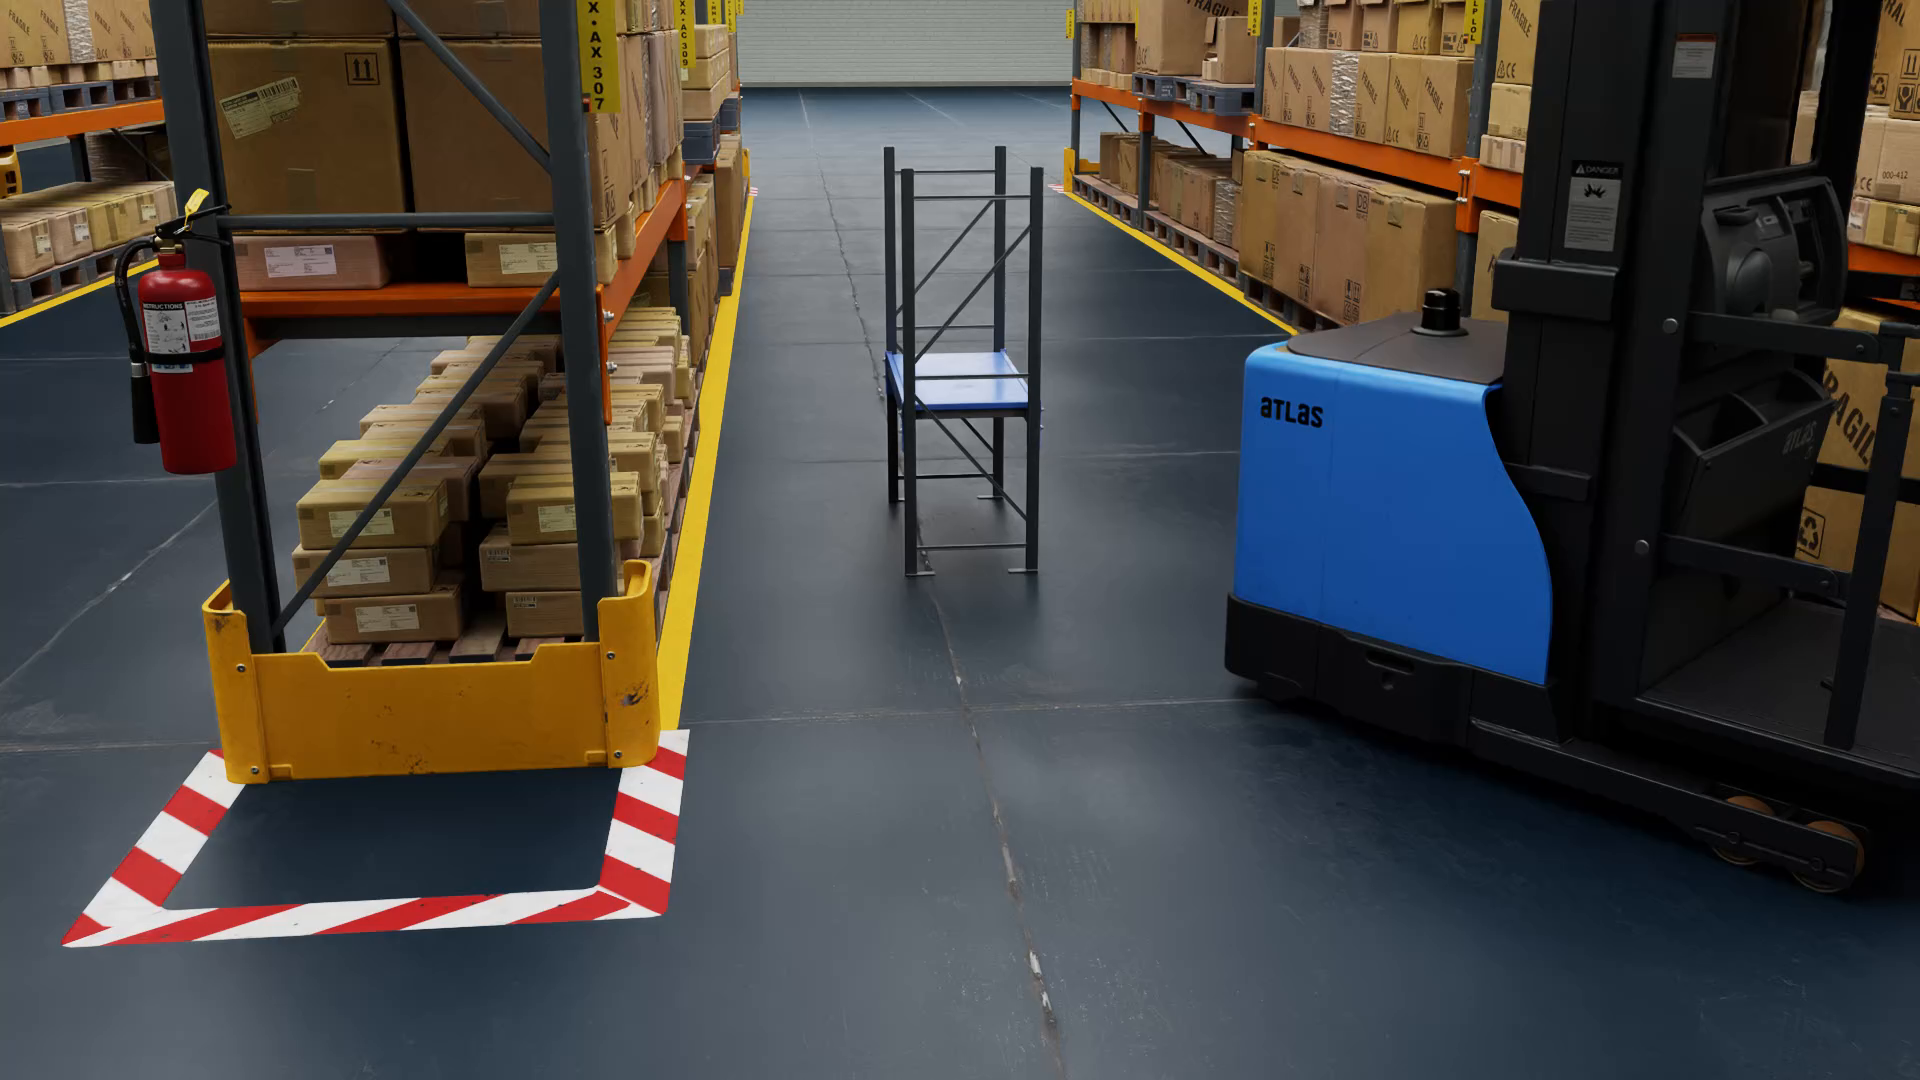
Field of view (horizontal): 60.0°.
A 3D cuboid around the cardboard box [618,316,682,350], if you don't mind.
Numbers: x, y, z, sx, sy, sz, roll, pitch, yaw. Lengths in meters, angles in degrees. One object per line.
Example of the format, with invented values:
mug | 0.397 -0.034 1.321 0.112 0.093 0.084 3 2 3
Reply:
cardboard box | -1.500 -0.950 7.762 0.380 0.149 0.250 -2 17 -5

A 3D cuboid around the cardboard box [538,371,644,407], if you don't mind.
cardboard box | -1.442 -0.562 6.523 0.380 0.149 0.250 -2 18 -6

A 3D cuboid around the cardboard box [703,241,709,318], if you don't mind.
cardboard box | -1.798 -1.549 10.074 0.500 0.500 0.500 -1 17 -5

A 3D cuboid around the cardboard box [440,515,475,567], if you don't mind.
cardboard box | -1.761 -0.018 5.287 0.380 0.149 0.250 -2 18 -7

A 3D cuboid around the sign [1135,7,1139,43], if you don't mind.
sign | 1.718 -4.900 15.831 0.100 0.325 0.005 -2 18 -6

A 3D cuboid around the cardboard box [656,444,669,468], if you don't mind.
cardboard box | -1.358 -0.274 6.601 0.380 0.149 0.250 -2 18 -6

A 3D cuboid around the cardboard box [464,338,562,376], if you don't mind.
cardboard box | -1.938 -0.780 7.218 0.380 0.149 0.250 -2 18 -7

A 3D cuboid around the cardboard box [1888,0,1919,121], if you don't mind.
cardboard box | 3.183 -1.496 4.936 0.500 0.500 0.500 -2 17 -5

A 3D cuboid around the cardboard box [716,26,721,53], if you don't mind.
cardboard box | -1.579 -2.880 9.569 0.380 0.149 0.250 -1 17 -4

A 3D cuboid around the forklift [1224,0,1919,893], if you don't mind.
forklift | 2.228 -0.729 4.106 3.031 2.935 1.130 16 24 42

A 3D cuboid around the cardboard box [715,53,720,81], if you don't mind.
cardboard box | -1.558 -2.665 9.380 0.380 0.149 0.250 -1 17 -3

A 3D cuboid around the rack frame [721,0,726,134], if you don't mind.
rack frame | -2.687 -4.383 15.629 1.000 3.000 0.127 -2 18 -6

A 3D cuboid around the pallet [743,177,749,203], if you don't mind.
pallet | -2.939 -4.008 19.092 1.003 0.211 1.213 -2 18 -6

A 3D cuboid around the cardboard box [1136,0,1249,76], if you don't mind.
cardboard box | 2.200 -4.751 15.101 1.000 1.000 1.000 -2 18 -5

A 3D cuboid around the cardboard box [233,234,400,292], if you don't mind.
cardboard box | -1.764 -0.776 4.561 0.380 0.149 0.250 -2 18 -6

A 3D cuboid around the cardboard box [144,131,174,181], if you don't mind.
cardboard box | -7.392 -3.630 15.870 0.500 0.500 0.500 -1 17 -3

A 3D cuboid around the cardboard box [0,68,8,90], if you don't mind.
cardboard box | -7.032 -3.276 11.823 0.380 0.149 0.250 -3 18 -9

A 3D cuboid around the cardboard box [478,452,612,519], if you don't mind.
cardboard box | -1.313 -0.177 5.297 0.380 0.149 0.250 -1 17 -5

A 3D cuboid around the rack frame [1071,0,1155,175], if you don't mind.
rack frame | 1.844 -5.698 19.818 1.000 3.000 0.127 -2 18 -6

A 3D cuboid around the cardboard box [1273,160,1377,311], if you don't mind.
cardboard box | 2.804 -2.029 10.977 1.225 0.875 0.875 -2 18 -5

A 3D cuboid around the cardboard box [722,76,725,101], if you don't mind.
cardboard box | -1.639 -2.756 10.167 0.380 0.149 0.250 -1 17 -4

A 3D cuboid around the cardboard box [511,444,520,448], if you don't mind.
cardboard box | -1.970 -0.336 6.797 0.380 0.149 0.250 -2 18 -7

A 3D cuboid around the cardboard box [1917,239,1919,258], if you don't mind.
cardboard box | 3.130 -0.907 4.977 0.380 0.149 0.250 -1 17 -5

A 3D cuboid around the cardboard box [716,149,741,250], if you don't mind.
cardboard box | -2.341 -2.763 13.524 1.050 0.750 0.750 -2 17 -5

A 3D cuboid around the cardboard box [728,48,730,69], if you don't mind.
cardboard box | -1.771 -3.280 11.340 0.380 0.149 0.250 -1 17 -5

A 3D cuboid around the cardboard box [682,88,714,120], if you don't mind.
cardboard box | -1.445 -2.211 8.431 0.380 0.149 0.250 -3 18 -8

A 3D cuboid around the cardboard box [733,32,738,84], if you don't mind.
cardboard box | -2.938 -5.374 18.535 0.875 0.550 0.550 -2 18 -6

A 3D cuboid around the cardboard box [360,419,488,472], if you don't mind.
cardboard box | -1.841 -0.310 5.723 0.380 0.149 0.250 -2 18 -8

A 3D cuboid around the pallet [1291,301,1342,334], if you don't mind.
pallet | 2.799 -1.384 10.733 1.003 0.211 1.213 -2 18 -6

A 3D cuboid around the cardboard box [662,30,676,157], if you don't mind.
cardboard box | -1.479 -1.899 7.054 0.500 0.500 0.500 -2 18 -7

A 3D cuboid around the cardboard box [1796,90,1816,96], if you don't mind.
cardboard box | 3.497 -1.763 7.039 0.500 0.250 0.500 -1 17 -5

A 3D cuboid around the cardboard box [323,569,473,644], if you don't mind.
cardboard box | -1.711 0.202 5.085 0.380 0.149 0.250 -1 17 -5

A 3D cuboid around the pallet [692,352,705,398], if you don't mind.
pallet | -1.944 -0.901 9.194 1.003 0.211 1.213 -2 18 -6

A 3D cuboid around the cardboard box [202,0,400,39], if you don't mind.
cardboard box | -1.744 -1.603 4.442 0.500 0.500 0.500 -2 18 -7

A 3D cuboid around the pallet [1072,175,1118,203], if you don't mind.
pallet | 1.901 -4.101 19.389 1.003 0.211 1.213 -2 18 -6

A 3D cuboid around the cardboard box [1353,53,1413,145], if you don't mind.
cardboard box | 2.657 -2.604 9.797 0.500 0.500 0.500 -2 18 -6

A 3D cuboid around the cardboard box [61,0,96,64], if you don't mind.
cardboard box | -7.170 -4.001 13.050 0.500 0.500 0.500 -2 18 -8

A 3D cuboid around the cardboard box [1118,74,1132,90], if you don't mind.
cardboard box | 1.823 -4.663 16.942 0.380 0.149 0.250 -2 18 -6

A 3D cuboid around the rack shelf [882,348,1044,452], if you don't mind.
rack shelf | -0.009 -0.569 6.587 0.538 0.185 1.000 -2 18 -6

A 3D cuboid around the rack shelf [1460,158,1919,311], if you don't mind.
rack shelf | 3.288 -1.183 6.639 1.077 0.370 4.000 -2 18 -6

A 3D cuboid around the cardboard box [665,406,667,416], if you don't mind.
cardboard box | -1.454 -0.585 7.094 0.380 0.149 0.250 -1 17 -4

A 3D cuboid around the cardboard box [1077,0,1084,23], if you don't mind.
cardboard box | 1.630 -6.192 19.060 0.500 0.500 0.500 -2 18 -6

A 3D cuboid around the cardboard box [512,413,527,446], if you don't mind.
cardboard box | -1.973 -0.479 6.757 0.380 0.149 0.250 -2 18 -6

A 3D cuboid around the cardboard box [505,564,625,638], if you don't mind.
cardboard box | -1.185 0.186 5.134 0.380 0.149 0.250 -1 17 -5

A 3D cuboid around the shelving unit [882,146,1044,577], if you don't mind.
shelving unit | -0.009 -0.741 6.533 0.538 1.500 1.048 -2 18 -6

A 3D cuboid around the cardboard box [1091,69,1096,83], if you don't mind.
cardboard box | 1.701 -5.262 18.848 0.380 0.149 0.250 -2 18 -6

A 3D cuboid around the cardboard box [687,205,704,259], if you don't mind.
cardboard box | -1.733 -1.752 9.469 0.500 0.250 0.500 -1 17 -4

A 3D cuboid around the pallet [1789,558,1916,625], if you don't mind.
pallet | 3.334 0.164 5.802 1.003 0.211 1.213 -2 18 -6

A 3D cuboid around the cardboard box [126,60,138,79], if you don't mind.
cardboard box | -7.201 -3.981 14.067 0.380 0.149 0.250 -2 18 -7

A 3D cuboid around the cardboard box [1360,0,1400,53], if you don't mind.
cardboard box | 2.869 -3.228 10.110 0.797 0.503 0.637 -1 17 -4

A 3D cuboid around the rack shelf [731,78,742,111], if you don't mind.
rack shelf | -2.893 -4.635 17.635 1.077 0.370 4.000 -2 18 -6

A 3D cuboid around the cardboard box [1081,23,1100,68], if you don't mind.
cardboard box | 1.874 -5.723 19.233 0.875 0.500 0.500 -2 18 -6

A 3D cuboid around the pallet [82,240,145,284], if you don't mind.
pallet | -7.389 -2.273 13.565 1.003 0.211 1.213 -2 18 -6

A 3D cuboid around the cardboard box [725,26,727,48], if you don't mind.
cardboard box | -1.717 -3.271 10.812 0.380 0.149 0.250 -1 17 -4
